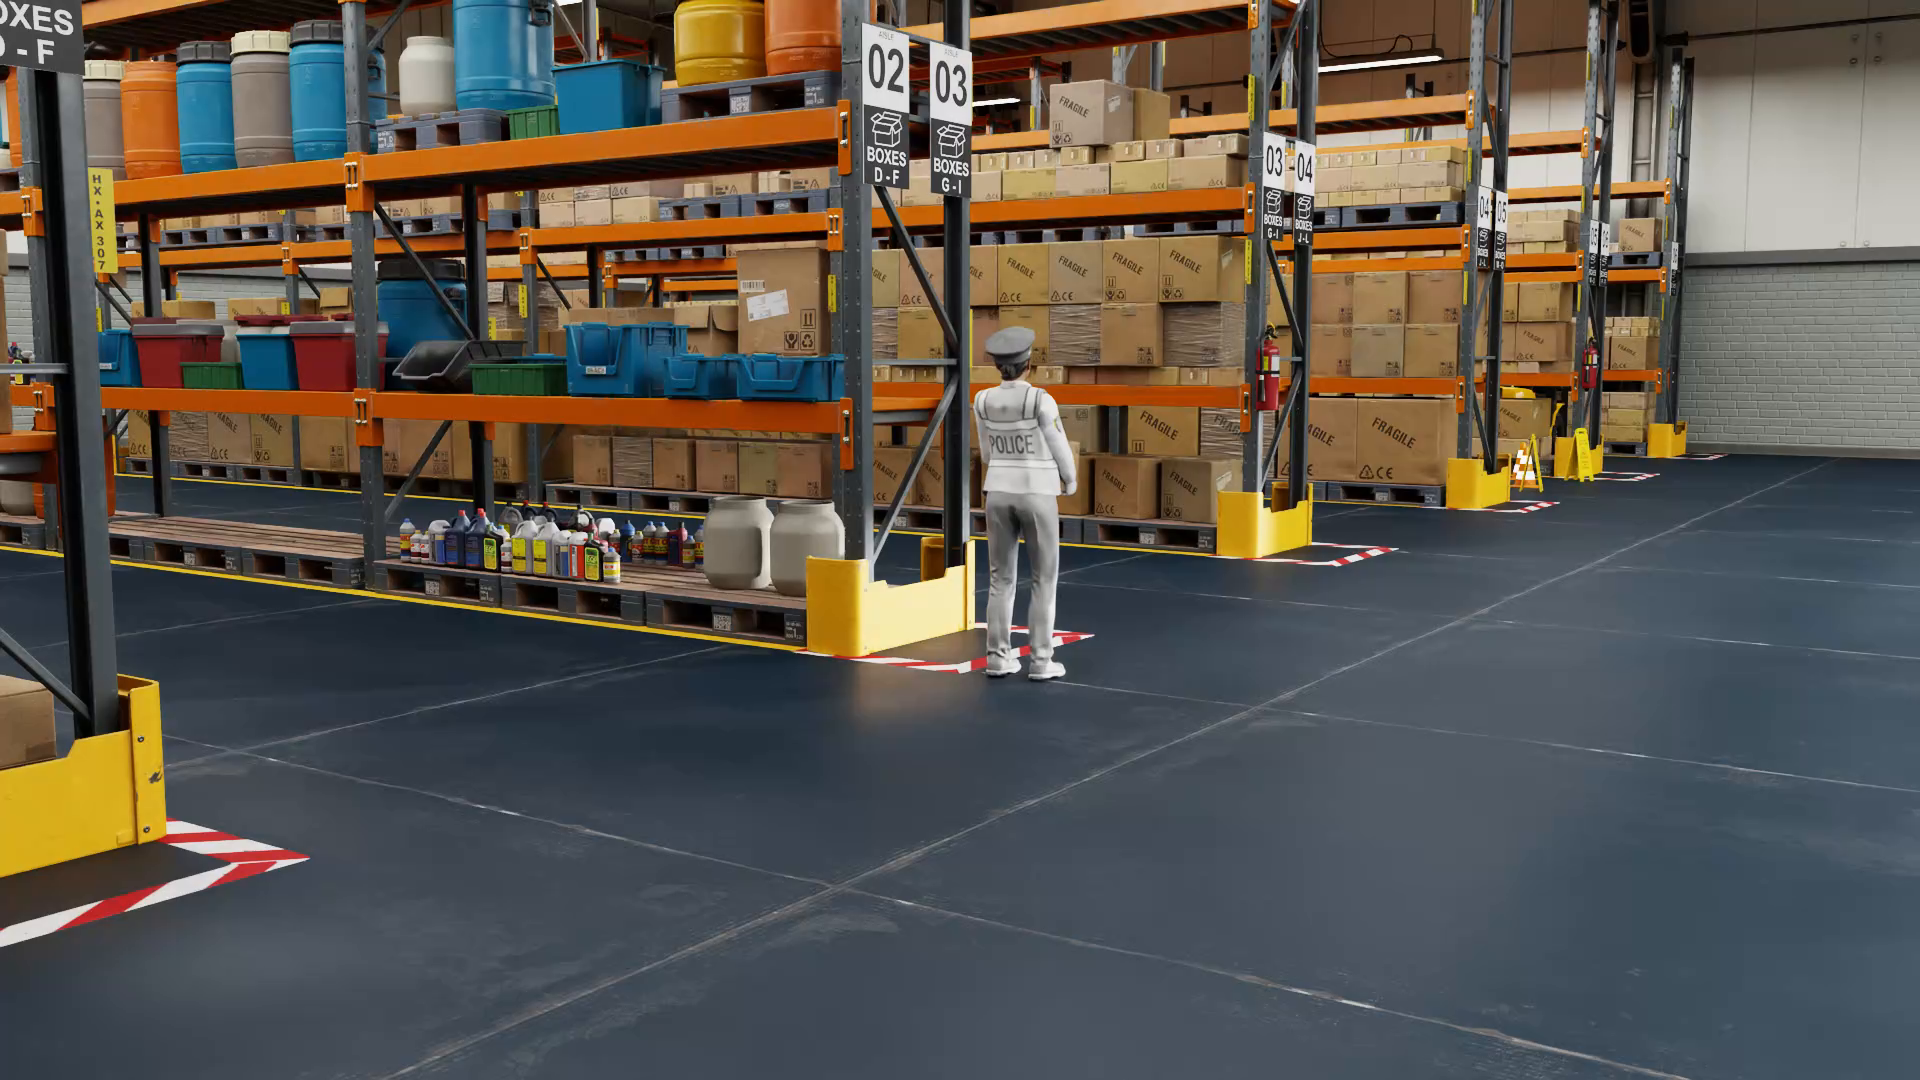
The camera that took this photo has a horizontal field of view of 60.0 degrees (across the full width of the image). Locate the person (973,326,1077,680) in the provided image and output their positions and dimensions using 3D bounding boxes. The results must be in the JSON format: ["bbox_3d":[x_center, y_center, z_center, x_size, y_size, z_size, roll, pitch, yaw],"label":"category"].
[{"bbox_3d":[0.322,-0.183,8.019,0.460,1.687,0.556,3,7,27],"label":"person"}]
